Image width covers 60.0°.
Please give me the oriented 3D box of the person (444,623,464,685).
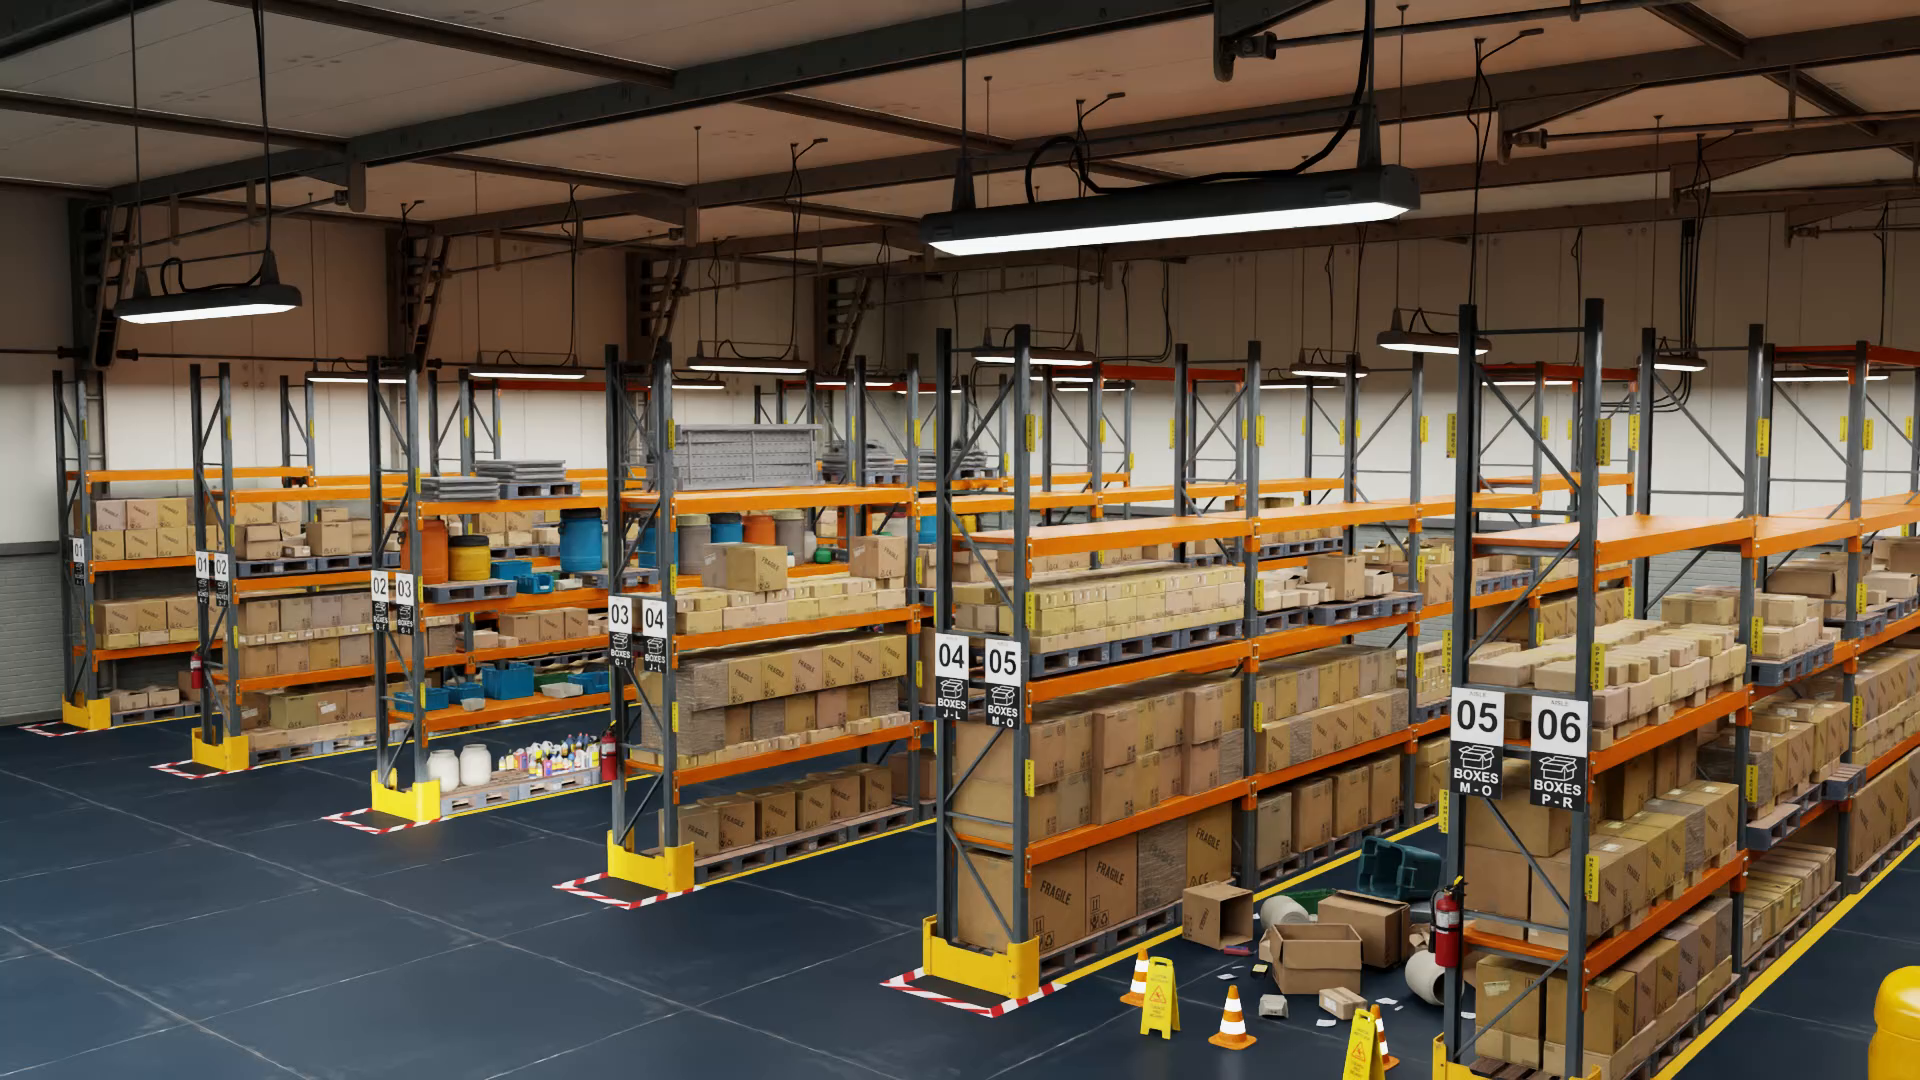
[{"bbox_3d":[-8.984,2.230,29.642,0.546,1.572,0.841,3,5,38],"label":"person"}]
